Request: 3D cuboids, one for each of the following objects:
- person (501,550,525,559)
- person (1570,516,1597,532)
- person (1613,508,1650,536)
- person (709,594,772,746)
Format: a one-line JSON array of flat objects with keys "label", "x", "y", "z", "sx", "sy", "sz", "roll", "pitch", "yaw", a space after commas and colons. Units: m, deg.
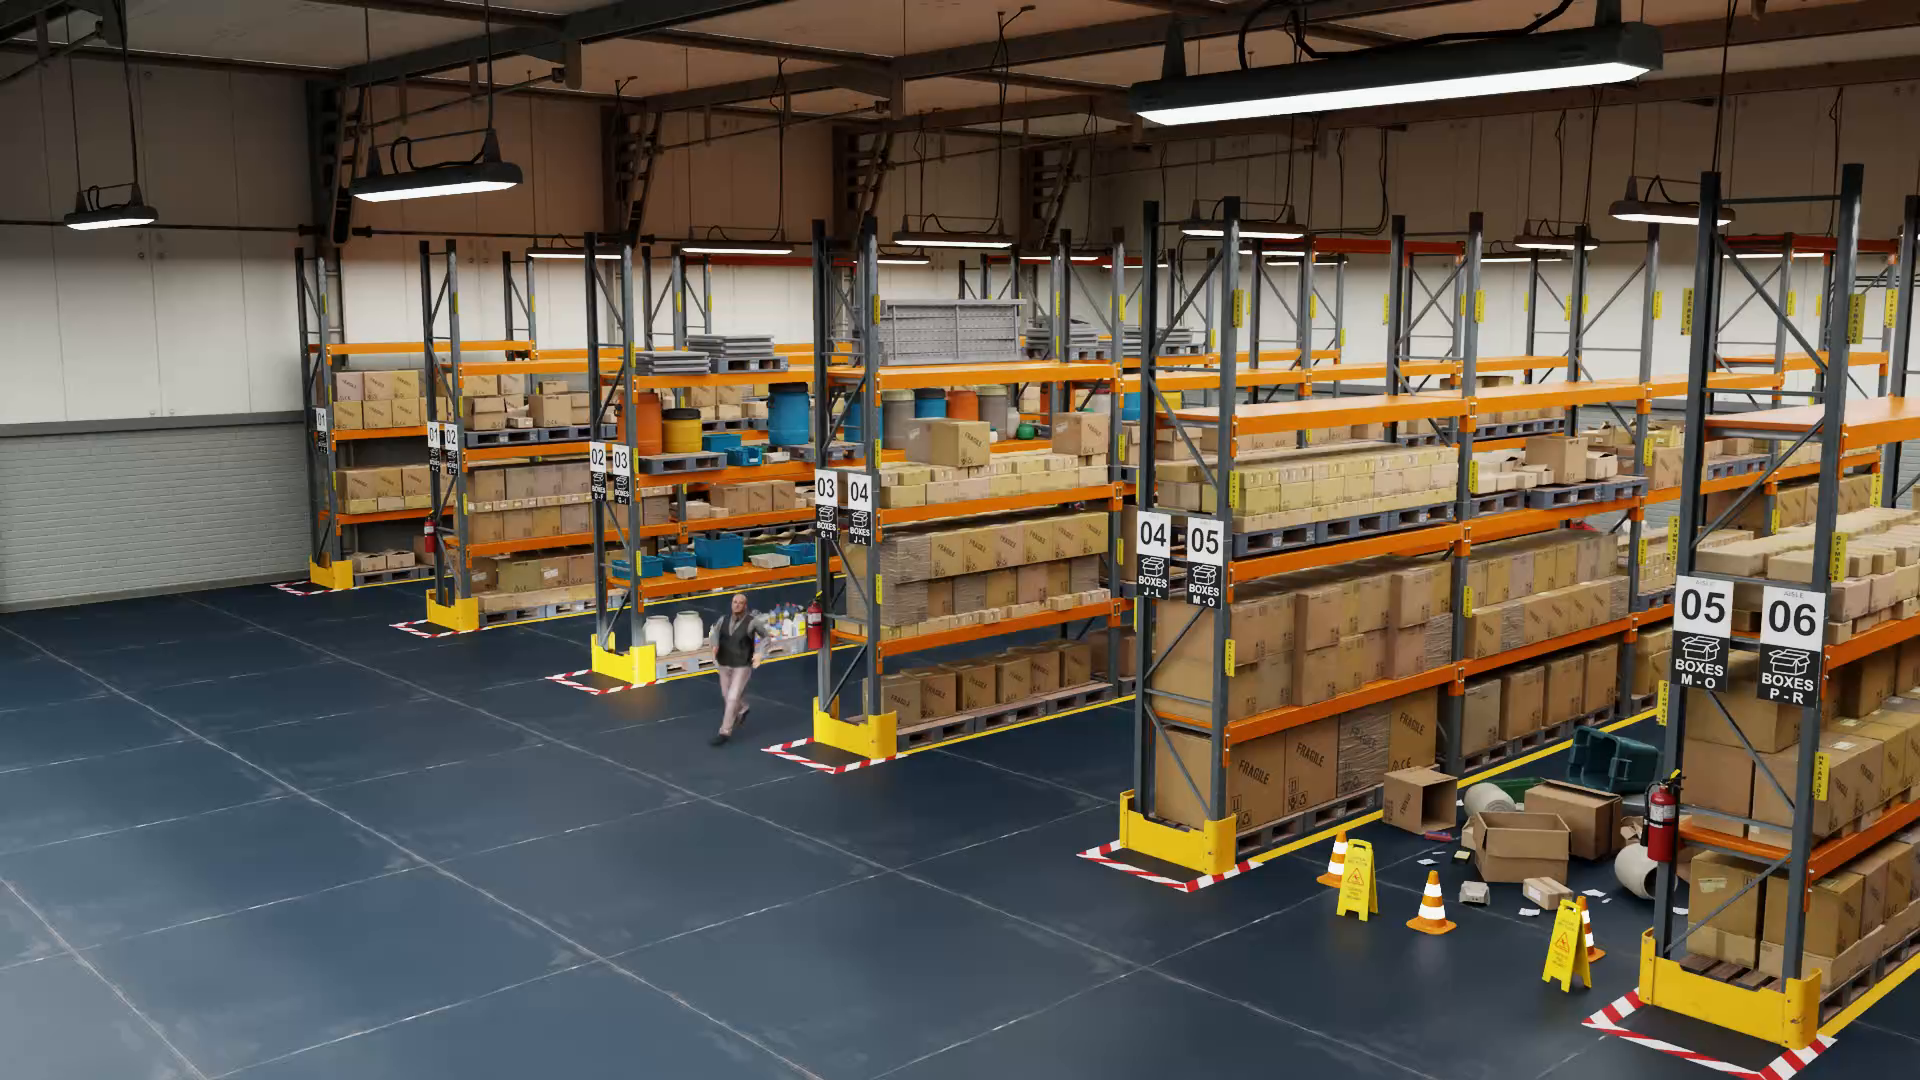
[{"label": "person", "x": -7.701, "y": 0.169, "z": 28.723, "sx": 0.508, "sy": 1.587, "sz": 0.657, "roll": 8, "pitch": 11, "yaw": 43}, {"label": "person", "x": 9.989, "y": 0.387, "z": 26.886, "sx": 0.680, "sy": 1.793, "sz": 0.815, "roll": 7, "pitch": 11, "yaw": 41}, {"label": "person", "x": 11.448, "y": 0.194, "z": 28.311, "sx": 0.624, "sy": 1.700, "sz": 0.759, "roll": 1, "pitch": 8, "yaw": 10}, {"label": "person", "x": -2.599, "y": 1.477, "z": 19.363, "sx": 0.702, "sy": 1.697, "sz": 0.978, "roll": 3, "pitch": 9, "yaw": 20}]
